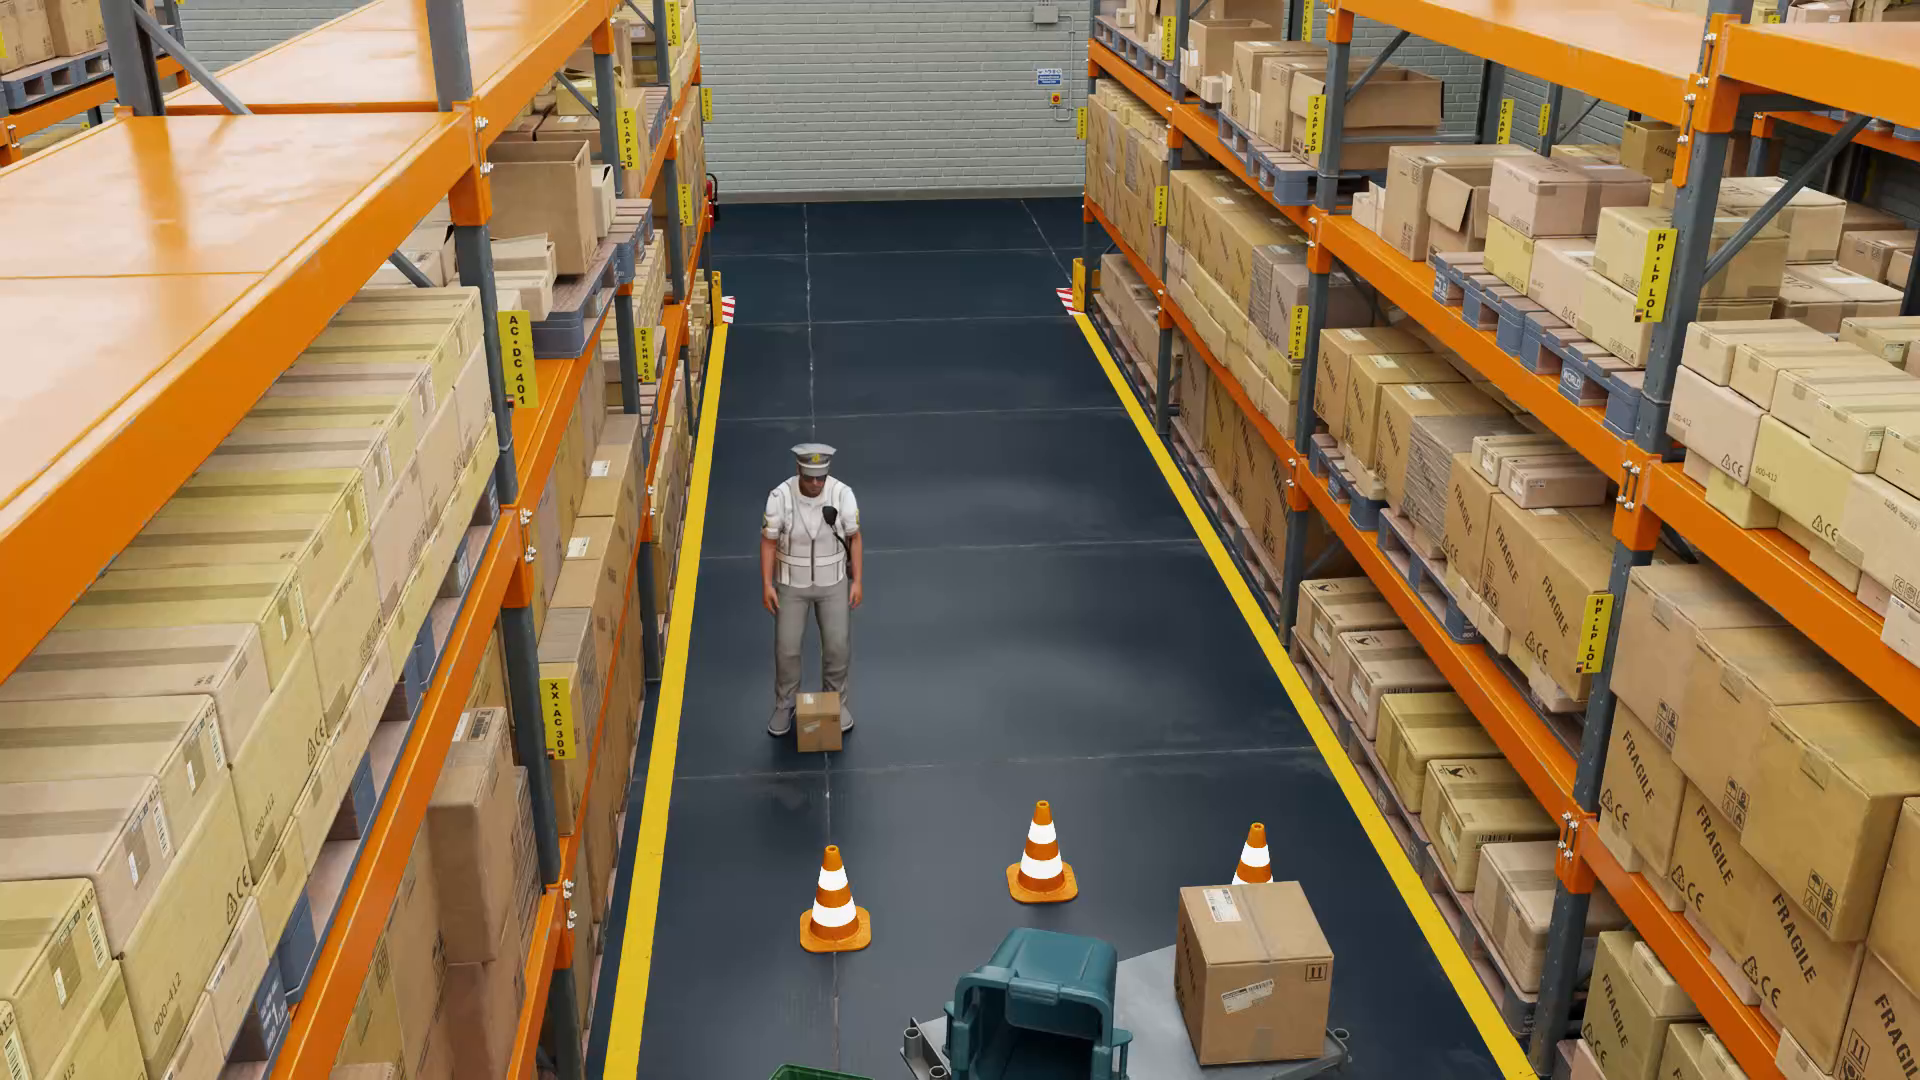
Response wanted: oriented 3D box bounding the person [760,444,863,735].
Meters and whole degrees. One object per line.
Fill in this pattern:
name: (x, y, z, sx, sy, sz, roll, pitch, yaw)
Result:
person: (-0.847, 0.248, 9.523, 0.591, 1.746, 0.437, -3, 24, -8)
